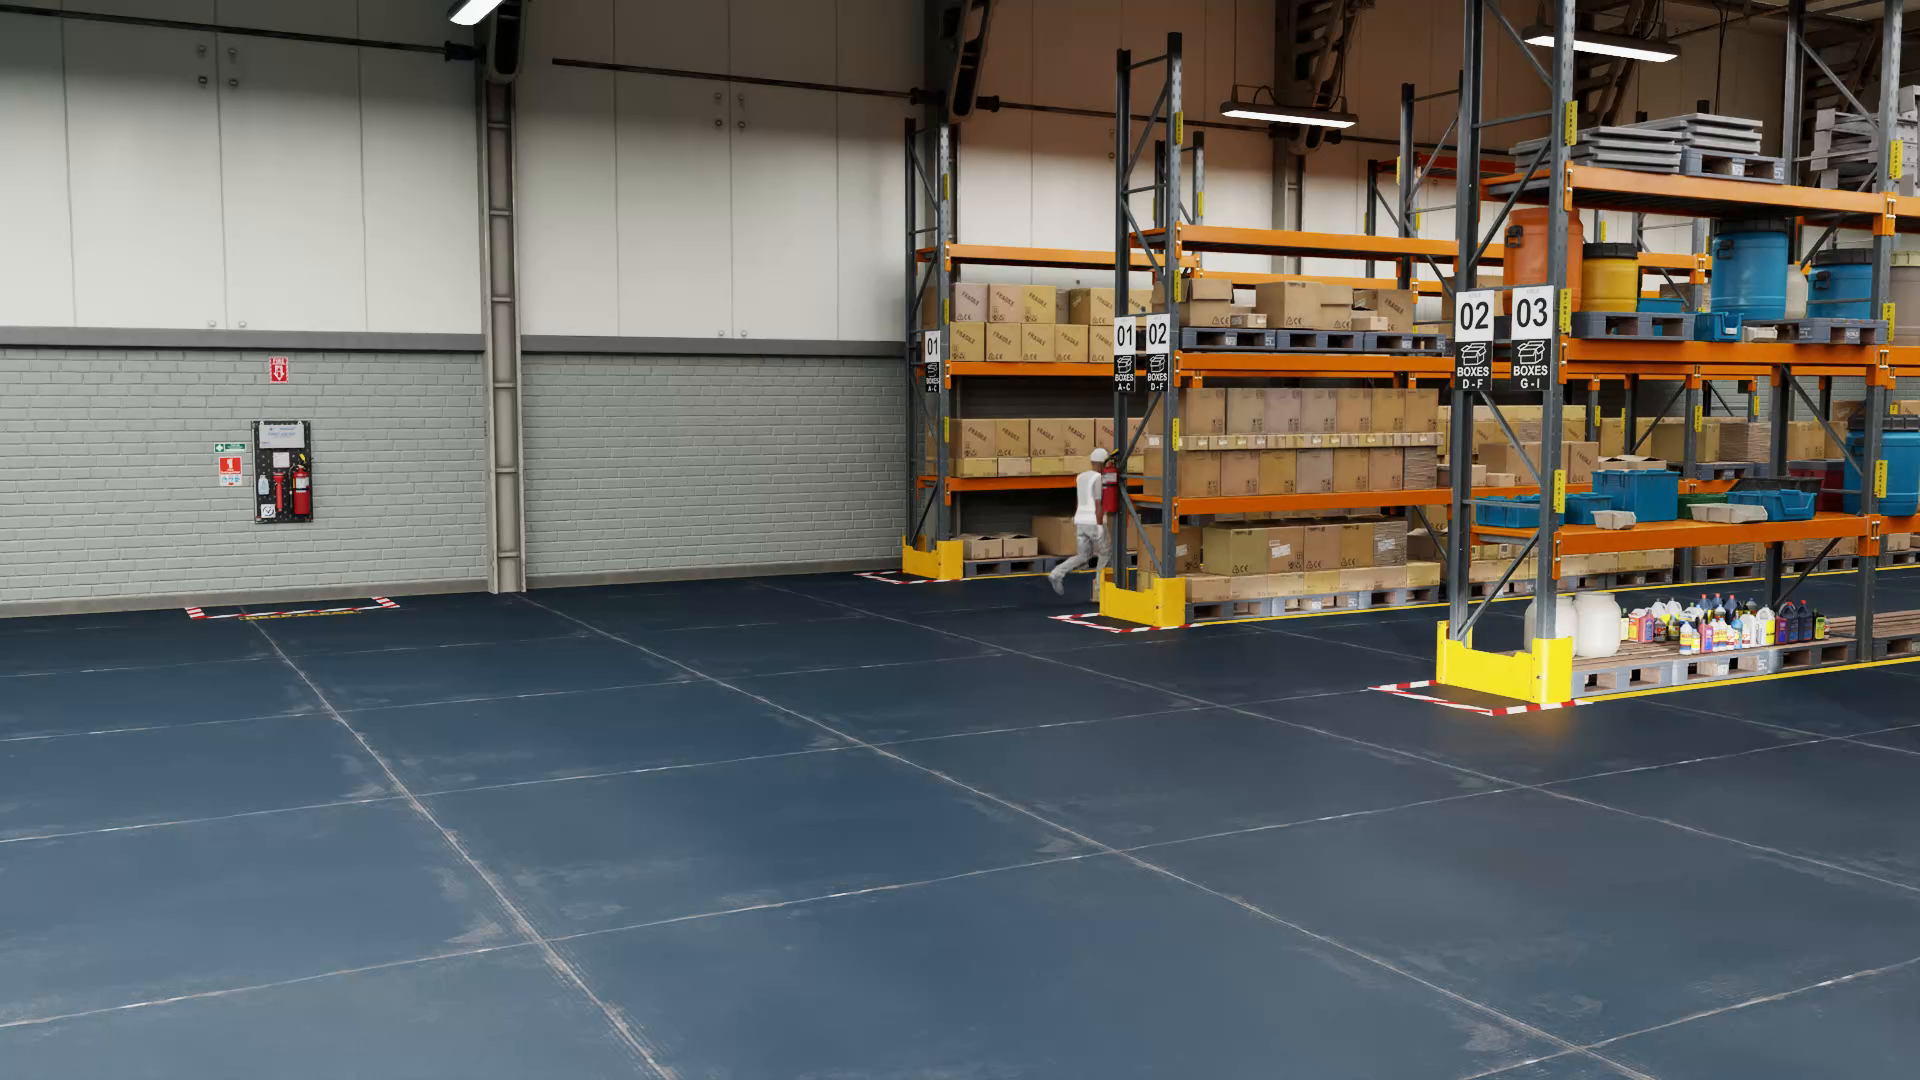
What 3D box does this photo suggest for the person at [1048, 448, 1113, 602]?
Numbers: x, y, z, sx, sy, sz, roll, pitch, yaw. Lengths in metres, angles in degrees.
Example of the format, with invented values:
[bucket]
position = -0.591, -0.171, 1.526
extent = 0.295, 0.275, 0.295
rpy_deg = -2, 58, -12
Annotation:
[person]
position = 1.432, -0.167, 19.011
extent = 0.872, 1.760, 0.561
rpy_deg = -2, 6, -27
